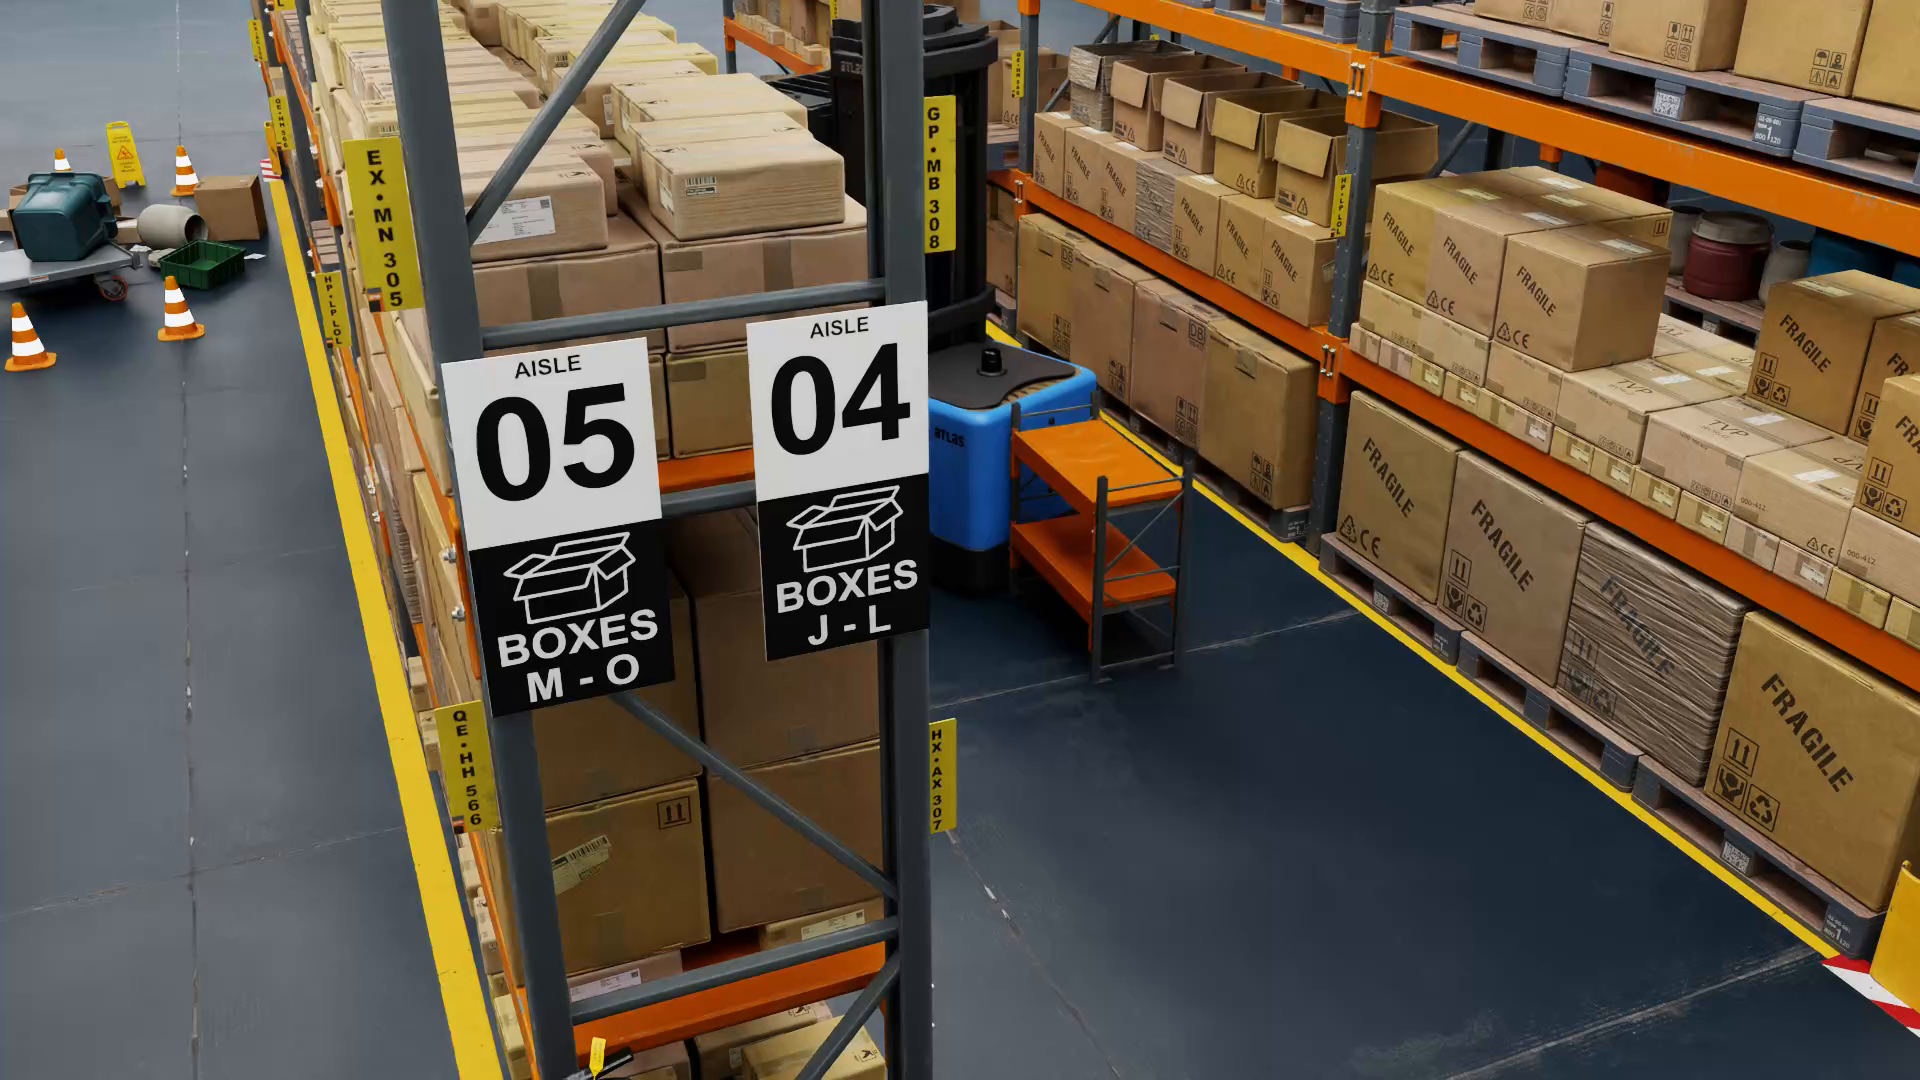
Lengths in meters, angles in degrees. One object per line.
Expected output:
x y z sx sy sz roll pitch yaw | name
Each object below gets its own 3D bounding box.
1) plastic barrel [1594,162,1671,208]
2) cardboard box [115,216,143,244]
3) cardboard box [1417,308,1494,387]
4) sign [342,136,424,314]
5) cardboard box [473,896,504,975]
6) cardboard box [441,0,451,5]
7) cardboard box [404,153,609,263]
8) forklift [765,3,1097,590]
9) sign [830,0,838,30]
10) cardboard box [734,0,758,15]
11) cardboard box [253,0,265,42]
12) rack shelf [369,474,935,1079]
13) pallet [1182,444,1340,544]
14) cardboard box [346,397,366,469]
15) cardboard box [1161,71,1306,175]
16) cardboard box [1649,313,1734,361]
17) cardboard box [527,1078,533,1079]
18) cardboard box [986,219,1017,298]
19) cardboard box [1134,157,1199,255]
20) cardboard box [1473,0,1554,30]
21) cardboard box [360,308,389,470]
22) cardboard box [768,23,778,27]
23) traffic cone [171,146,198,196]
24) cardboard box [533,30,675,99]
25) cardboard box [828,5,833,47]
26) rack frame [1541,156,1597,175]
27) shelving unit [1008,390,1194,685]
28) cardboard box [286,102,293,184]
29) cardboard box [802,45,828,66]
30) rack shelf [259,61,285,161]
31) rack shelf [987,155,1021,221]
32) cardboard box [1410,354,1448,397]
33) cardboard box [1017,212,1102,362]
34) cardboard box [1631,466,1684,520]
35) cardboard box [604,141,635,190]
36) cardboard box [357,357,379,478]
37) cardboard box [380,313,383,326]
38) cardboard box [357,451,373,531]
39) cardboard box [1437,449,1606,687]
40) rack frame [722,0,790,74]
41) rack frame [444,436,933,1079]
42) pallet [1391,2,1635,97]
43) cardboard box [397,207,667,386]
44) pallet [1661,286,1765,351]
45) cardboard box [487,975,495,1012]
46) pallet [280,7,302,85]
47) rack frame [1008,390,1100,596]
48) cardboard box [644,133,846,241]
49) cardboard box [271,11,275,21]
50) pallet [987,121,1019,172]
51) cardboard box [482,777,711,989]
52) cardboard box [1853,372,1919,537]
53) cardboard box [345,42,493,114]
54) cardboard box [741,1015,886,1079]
5.680 -2.837 14.137 0.600 0.830 0.708 -11 28 -21 | plastic barrel
-7.623 -2.919 15.426 0.396 0.266 0.258 -6 27 -12 | cardboard box
2.615 -0.982 8.175 0.500 0.250 0.500 -11 28 -21 | cardboard box
-1.074 -0.585 3.100 0.100 0.325 0.005 -11 28 -21 | sign
-1.459 1.321 5.719 0.380 0.149 0.250 -10 28 -19 | cardboard box
-2.004 -1.859 5.866 0.380 0.149 0.250 -11 28 -21 | cardboard box
-0.956 -0.694 3.481 0.380 0.149 0.250 -11 28 -21 | cardboard box
-0.643 -1.582 9.650 3.031 2.935 1.130 22 34 38 | forklift
-1.148 -4.875 15.328 0.100 0.325 0.005 -11 28 -21 | sign
-2.028 -6.149 18.471 0.875 0.500 0.500 -11 28 -21 | cardboard box
-5.690 -4.680 14.515 0.875 0.550 0.550 -11 28 -21 | cardboard box
-1.339 0.590 5.943 1.077 0.370 4.000 -11 28 -21 | rack shelf
2.110 -0.398 10.324 1.003 0.211 1.213 -11 28 -21 | pallet
-3.055 -0.621 9.119 0.500 0.250 0.500 -12 28 -23 | cardboard box
1.708 -2.632 10.464 0.797 0.503 0.637 -10 28 -19 | cardboard box
3.301 -0.871 7.947 0.500 0.250 0.500 -10 28 -20 | cardboard box
-1.230 1.659 5.365 0.380 0.149 0.250 -12 28 -23 | cardboard box
0.634 -2.309 13.407 0.700 0.500 0.500 -12 29 -23 | cardboard box
1.457 -2.153 10.626 0.500 0.500 0.500 -10 28 -20 | cardboard box
2.843 -2.673 7.681 0.700 0.500 0.500 -12 29 -24 | cardboard box
-1.783 -0.529 5.823 0.500 0.500 0.500 -10 28 -20 | cardboard box
-1.830 -5.424 17.727 0.380 0.149 0.250 -11 28 -21 | cardboard box
-7.920 -3.787 16.979 0.336 0.463 0.334 -11 28 -21 | traffic cone
-1.054 -1.412 4.952 0.380 0.149 0.250 -10 28 -19 | cardboard box
-0.771 -4.953 16.022 0.875 0.500 0.500 -11 28 -21 | cardboard box
5.473 -3.818 14.151 1.000 3.000 0.127 -11 28 -21 | rack frame
0.693 -0.037 8.543 0.538 1.125 1.048 -10 28 -19 | shelving unit
-4.706 -2.946 12.251 0.500 0.500 0.500 -10 28 -20 | cardboard box
-1.338 -4.801 16.450 0.380 0.149 0.250 -11 28 -21 | cardboard box
-6.038 -4.255 15.865 1.077 0.370 4.000 -11 28 -21 | rack shelf
0.132 -3.451 14.220 1.077 0.370 4.000 -11 28 -21 | rack shelf
2.498 -0.851 8.359 0.380 0.149 0.250 -10 28 -19 | cardboard box
1.166 -1.919 12.204 1.225 0.875 0.875 -12 28 -23 | cardboard box
3.102 -0.228 7.085 0.380 0.149 0.250 -10 28 -20 | cardboard box
-0.693 -0.864 4.282 0.500 0.250 0.500 -11 28 -21 | cardboard box
-2.160 -0.476 6.853 0.500 0.500 0.500 -11 28 -22 | cardboard box
-1.365 -0.752 4.623 0.500 0.250 0.500 -9 28 -18 | cardboard box
-3.041 -0.277 9.268 0.500 0.500 0.500 -11 28 -22 | cardboard box
3.019 0.057 8.157 0.875 0.875 0.875 -11 28 -21 | cardboard box
-2.218 -6.197 19.023 1.000 3.000 0.127 -11 28 -21 | rack frame
-0.555 1.074 4.132 1.000 3.000 0.127 -11 28 -21 | rack frame
2.792 -2.328 7.782 1.003 0.211 1.213 -11 28 -21 | pallet
-0.970 -0.573 3.688 0.500 0.250 0.500 -11 28 -22 | cardboard box
6.294 -1.762 13.119 1.003 0.211 1.213 -11 28 -21 | pallet
-1.438 1.592 5.841 0.380 0.149 0.250 -12 28 -23 | cardboard box
-2.675 -2.490 8.226 1.213 0.211 1.003 -11 28 -21 | pallet
0.505 -0.244 8.967 0.500 1.125 0.032 -10 28 -19 | rack frame
-0.473 -0.780 3.657 0.380 0.149 0.250 -11 28 -21 | cardboard box
-3.709 -3.272 9.500 0.500 0.500 0.500 -11 28 -21 | cardboard box
0.538 -3.150 13.002 1.213 0.211 1.003 -11 28 -21 | pallet
-0.968 0.758 4.325 0.500 0.500 0.500 -10 28 -20 | cardboard box
3.615 -0.292 5.907 0.500 0.500 0.500 -10 28 -20 | cardboard box
-1.538 -1.319 4.761 0.380 0.149 0.250 -11 28 -22 | cardboard box
-0.448 1.629 5.087 0.380 0.149 0.250 -12 28 -23 | cardboard box
